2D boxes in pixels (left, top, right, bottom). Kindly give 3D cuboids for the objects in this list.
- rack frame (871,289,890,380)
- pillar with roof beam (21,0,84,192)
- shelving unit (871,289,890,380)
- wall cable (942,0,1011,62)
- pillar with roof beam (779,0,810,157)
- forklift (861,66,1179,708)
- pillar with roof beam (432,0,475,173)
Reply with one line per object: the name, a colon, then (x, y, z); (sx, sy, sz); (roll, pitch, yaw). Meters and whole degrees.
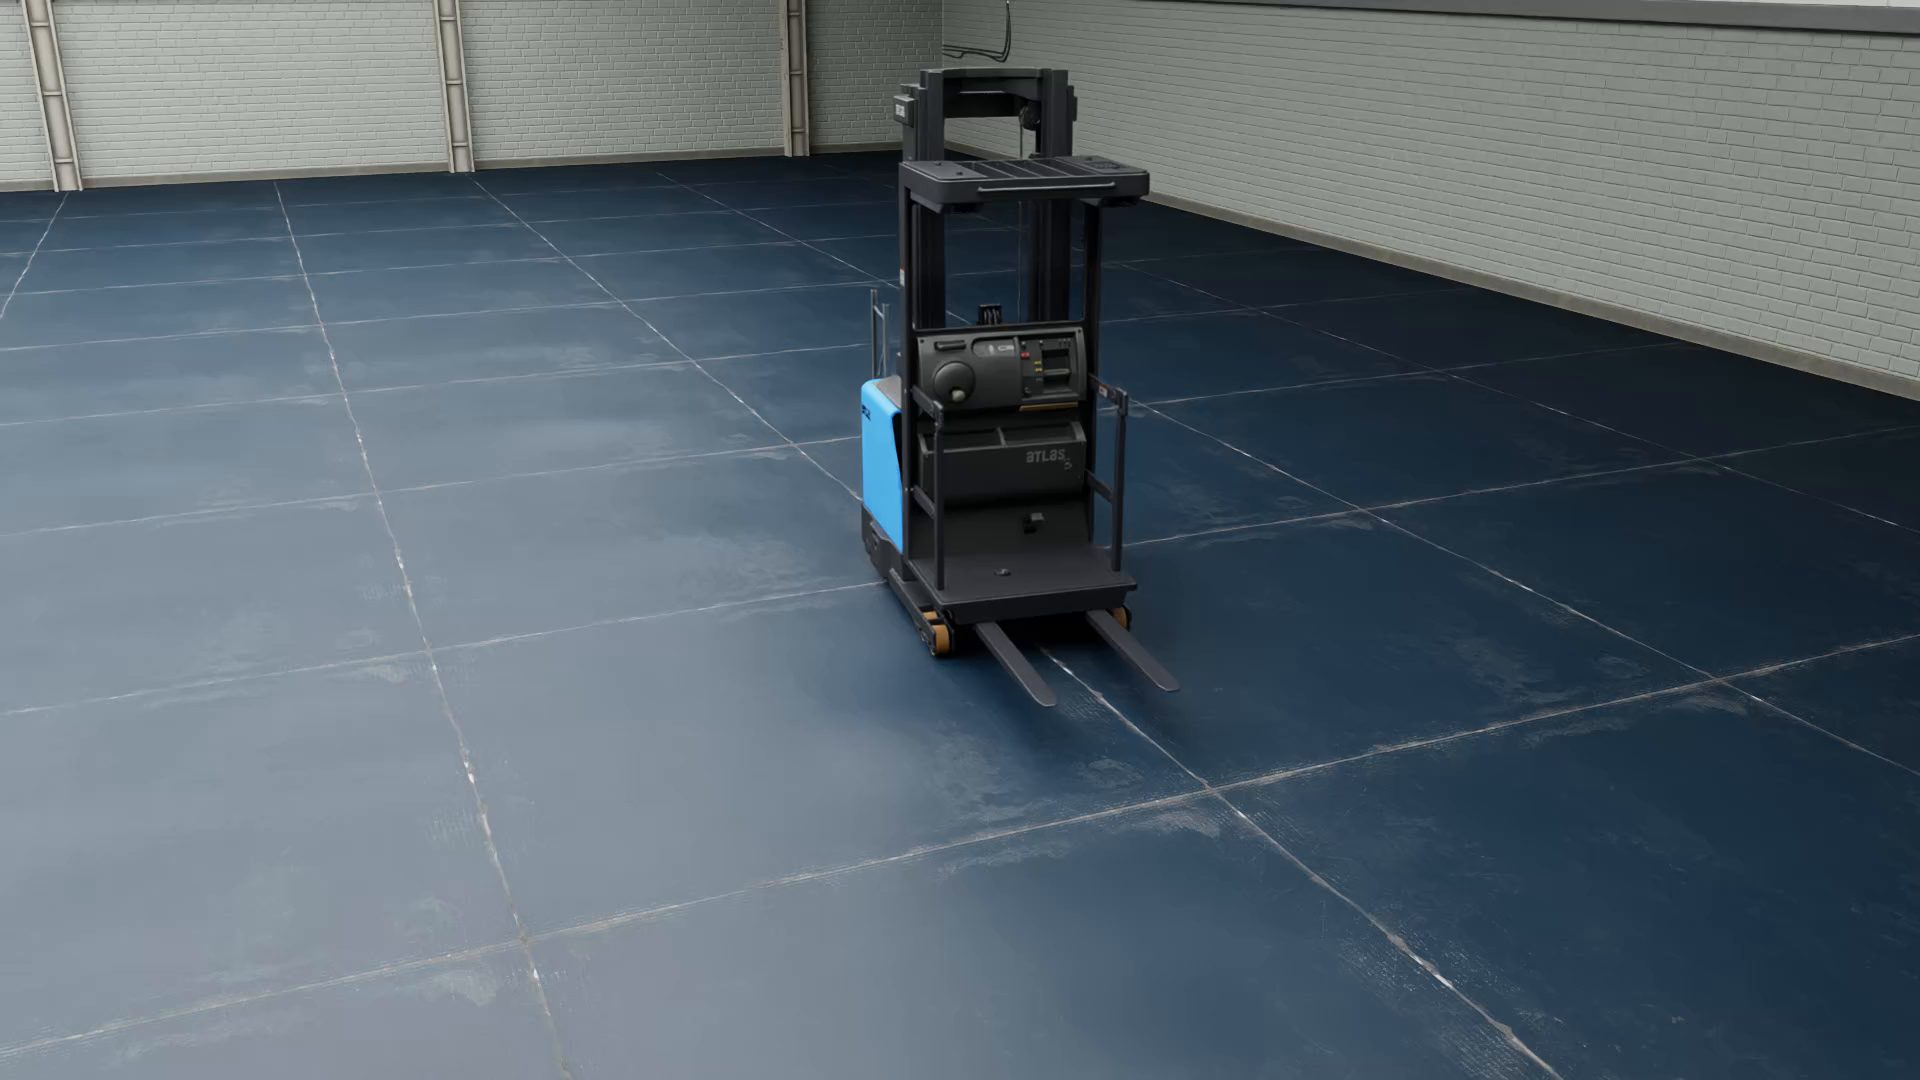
rack frame: (-0.495, -0.792, 10.513); (0.032, 1.500, 0.500); (-4, 20, -11)
pillar with roof beam: (-12.322, -8.451, 20.973); (0.400, 9.000, 9.100); (-8, 21, -22)
shelving unit: (-0.007, -0.826, 10.611); (1.083, 1.500, 0.587); (-4, 20, -11)
wall cable: (0.220, -9.862, 29.656); (0.112, 2.526, 3.097); (-8, 21, -22)
pillar with roof beam: (-1.304, -10.029, 25.456); (0.400, 9.000, 9.100); (-8, 21, -22)
forklift: (0.291, -0.917, 8.712); (1.130, 2.935, 3.031); (-6, 20, -15)
pillar with roof beam: (-6.813, -9.240, 23.215); (0.400, 9.000, 9.100); (-8, 21, -22)
